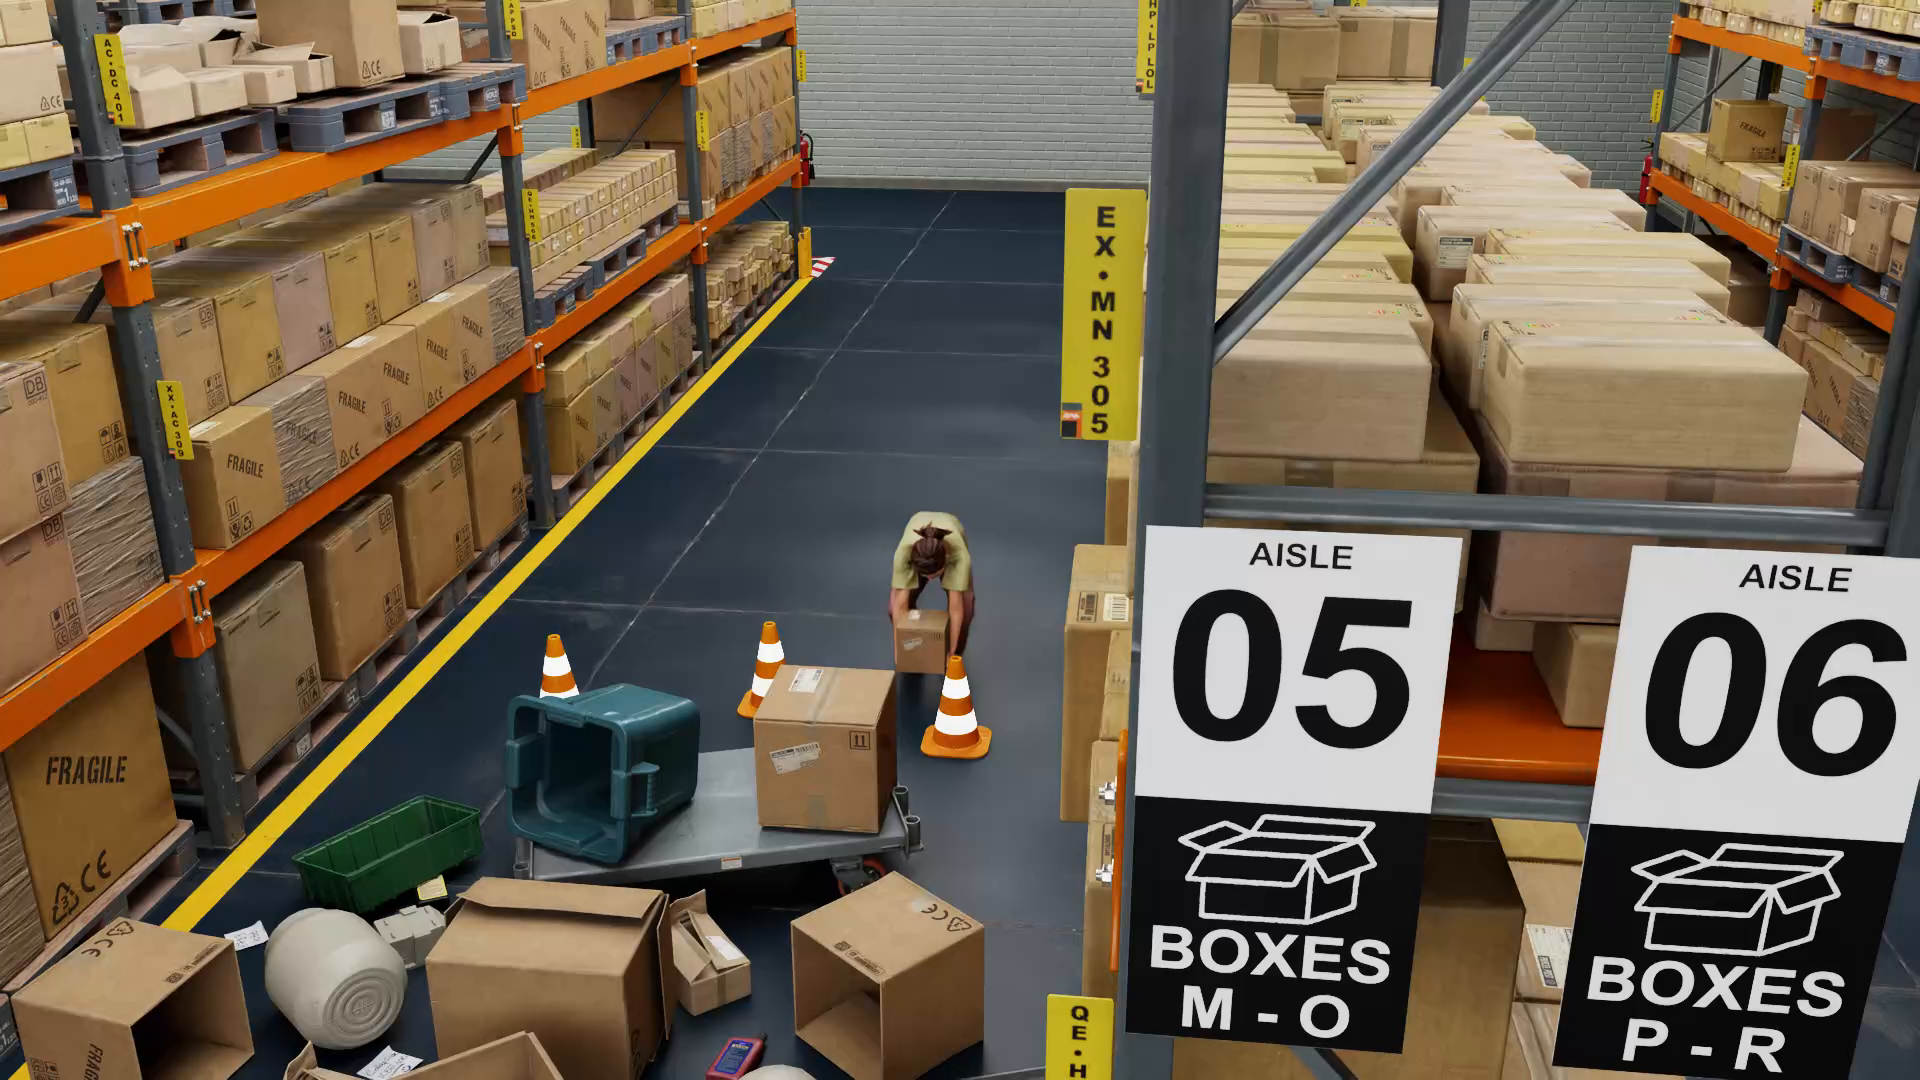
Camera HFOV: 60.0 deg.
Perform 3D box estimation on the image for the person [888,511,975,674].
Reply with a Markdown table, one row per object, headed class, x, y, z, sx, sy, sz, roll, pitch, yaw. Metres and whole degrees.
| class | x | y | z | sx | sy | sz | roll | pitch | yaw |
| --- | --- | --- | --- | --- | --- | --- | --- | --- | --- |
| person | -0.151 | 0.281 | 8.871 | 0.465 | 0.945 | 0.860 | 2 | 21 | 4 |
